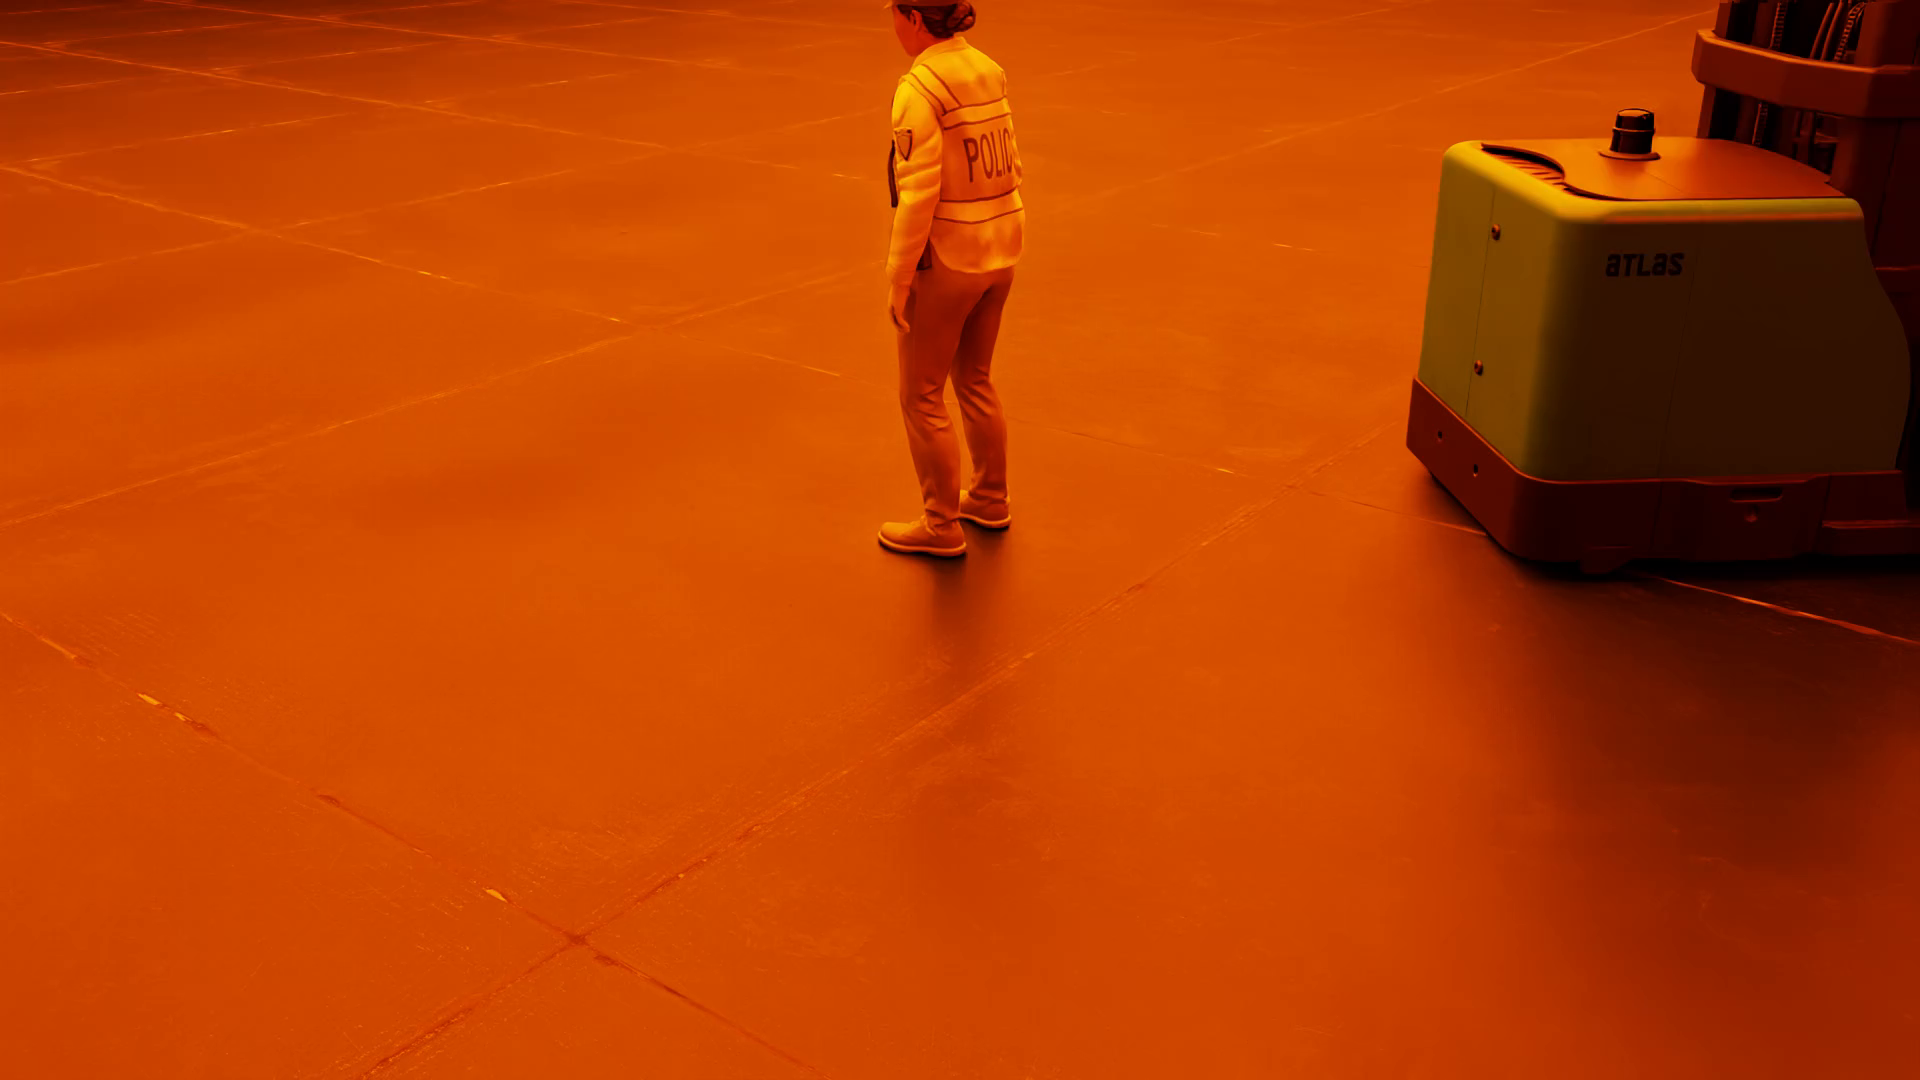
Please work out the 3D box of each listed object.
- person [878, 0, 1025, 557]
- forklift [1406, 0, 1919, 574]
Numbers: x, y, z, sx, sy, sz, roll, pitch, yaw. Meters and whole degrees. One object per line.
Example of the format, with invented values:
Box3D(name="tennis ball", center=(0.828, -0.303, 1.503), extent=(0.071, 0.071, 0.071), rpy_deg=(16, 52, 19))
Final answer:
Box3D(name="person", center=(-0.030, -0.766, 4.692), extent=(0.372, 1.663, 0.529), rpy_deg=(16, 28, 32))
Box3D(name="forklift", center=(3.036, -1.472, 4.725), extent=(3.031, 2.935, 1.130), rpy_deg=(-2, 24, -5))
